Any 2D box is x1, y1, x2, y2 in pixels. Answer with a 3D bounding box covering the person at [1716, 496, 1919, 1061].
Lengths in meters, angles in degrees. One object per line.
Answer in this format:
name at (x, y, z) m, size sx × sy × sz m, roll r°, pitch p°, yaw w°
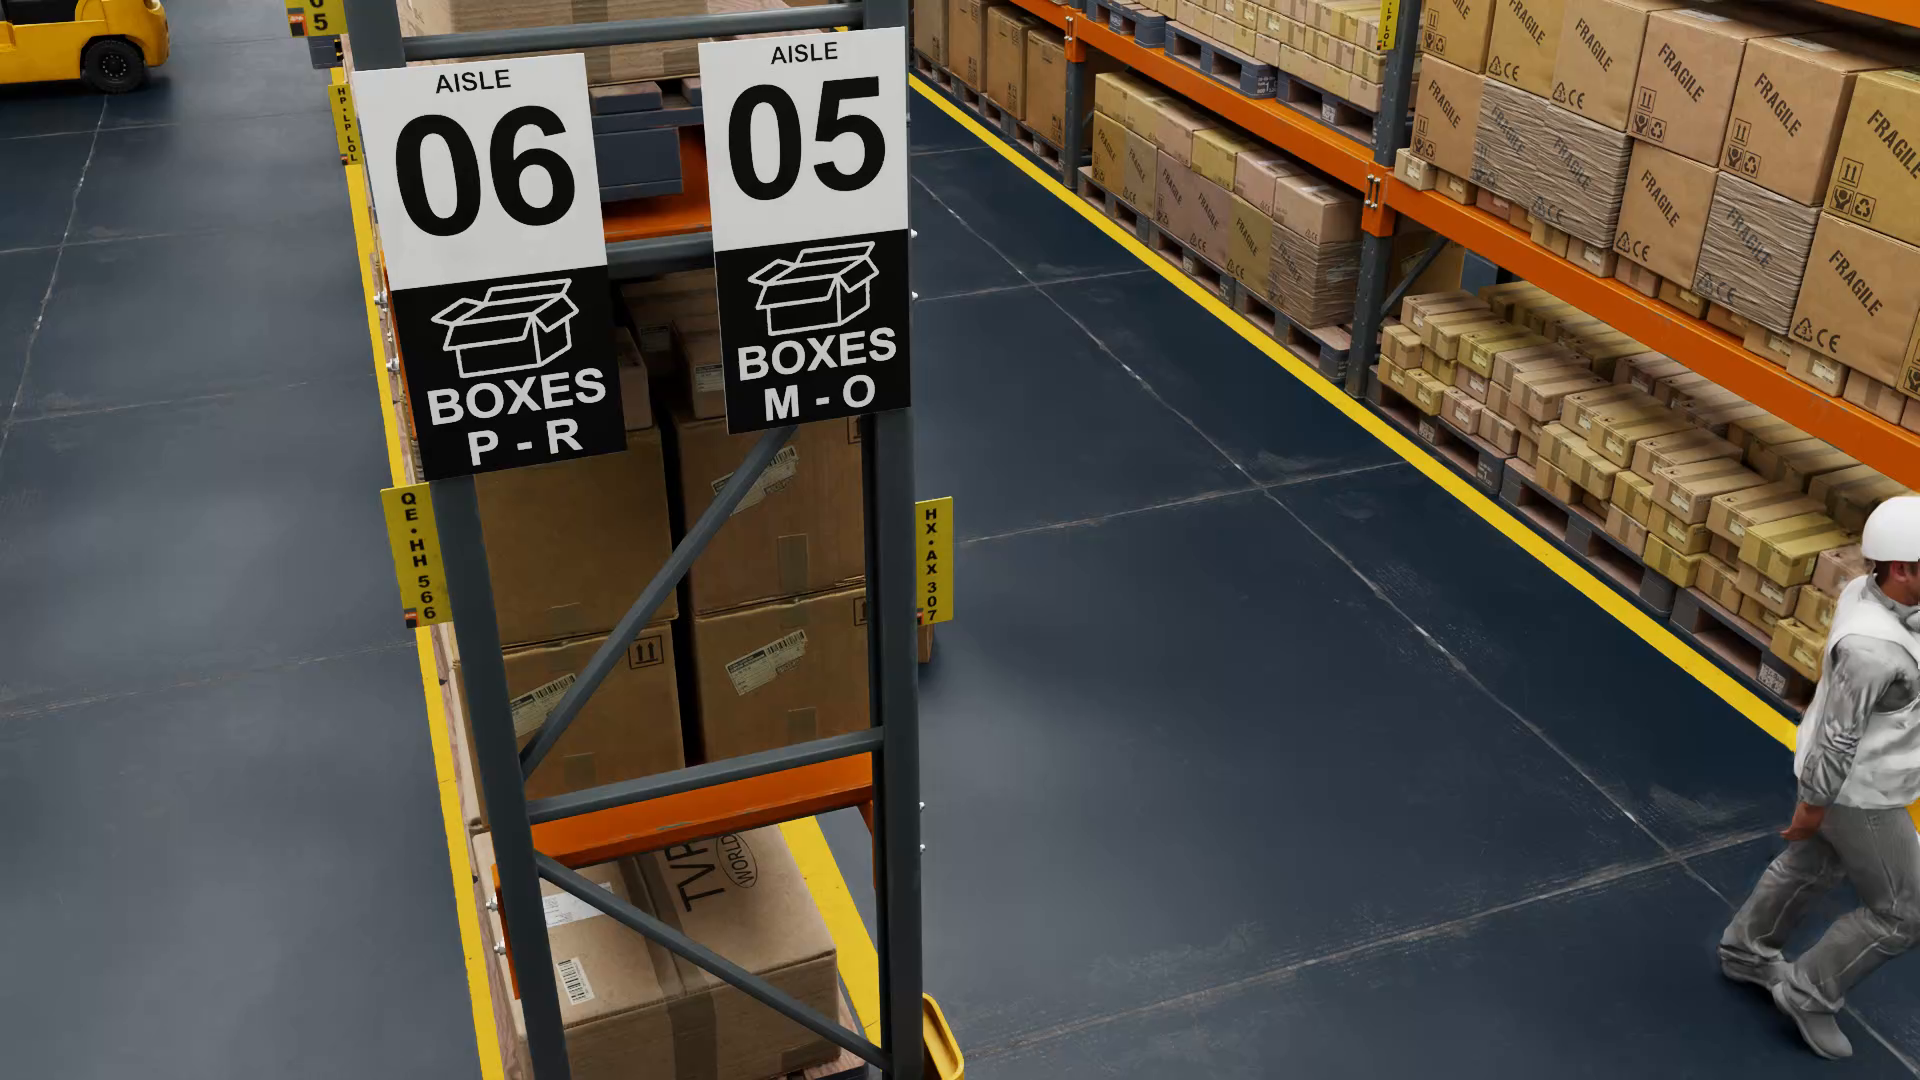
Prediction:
person at (2.657, 0.705, 4.862) m, size 0.504 × 1.810 × 0.538 m, roll 14°, pitch 33°, yaw 24°
